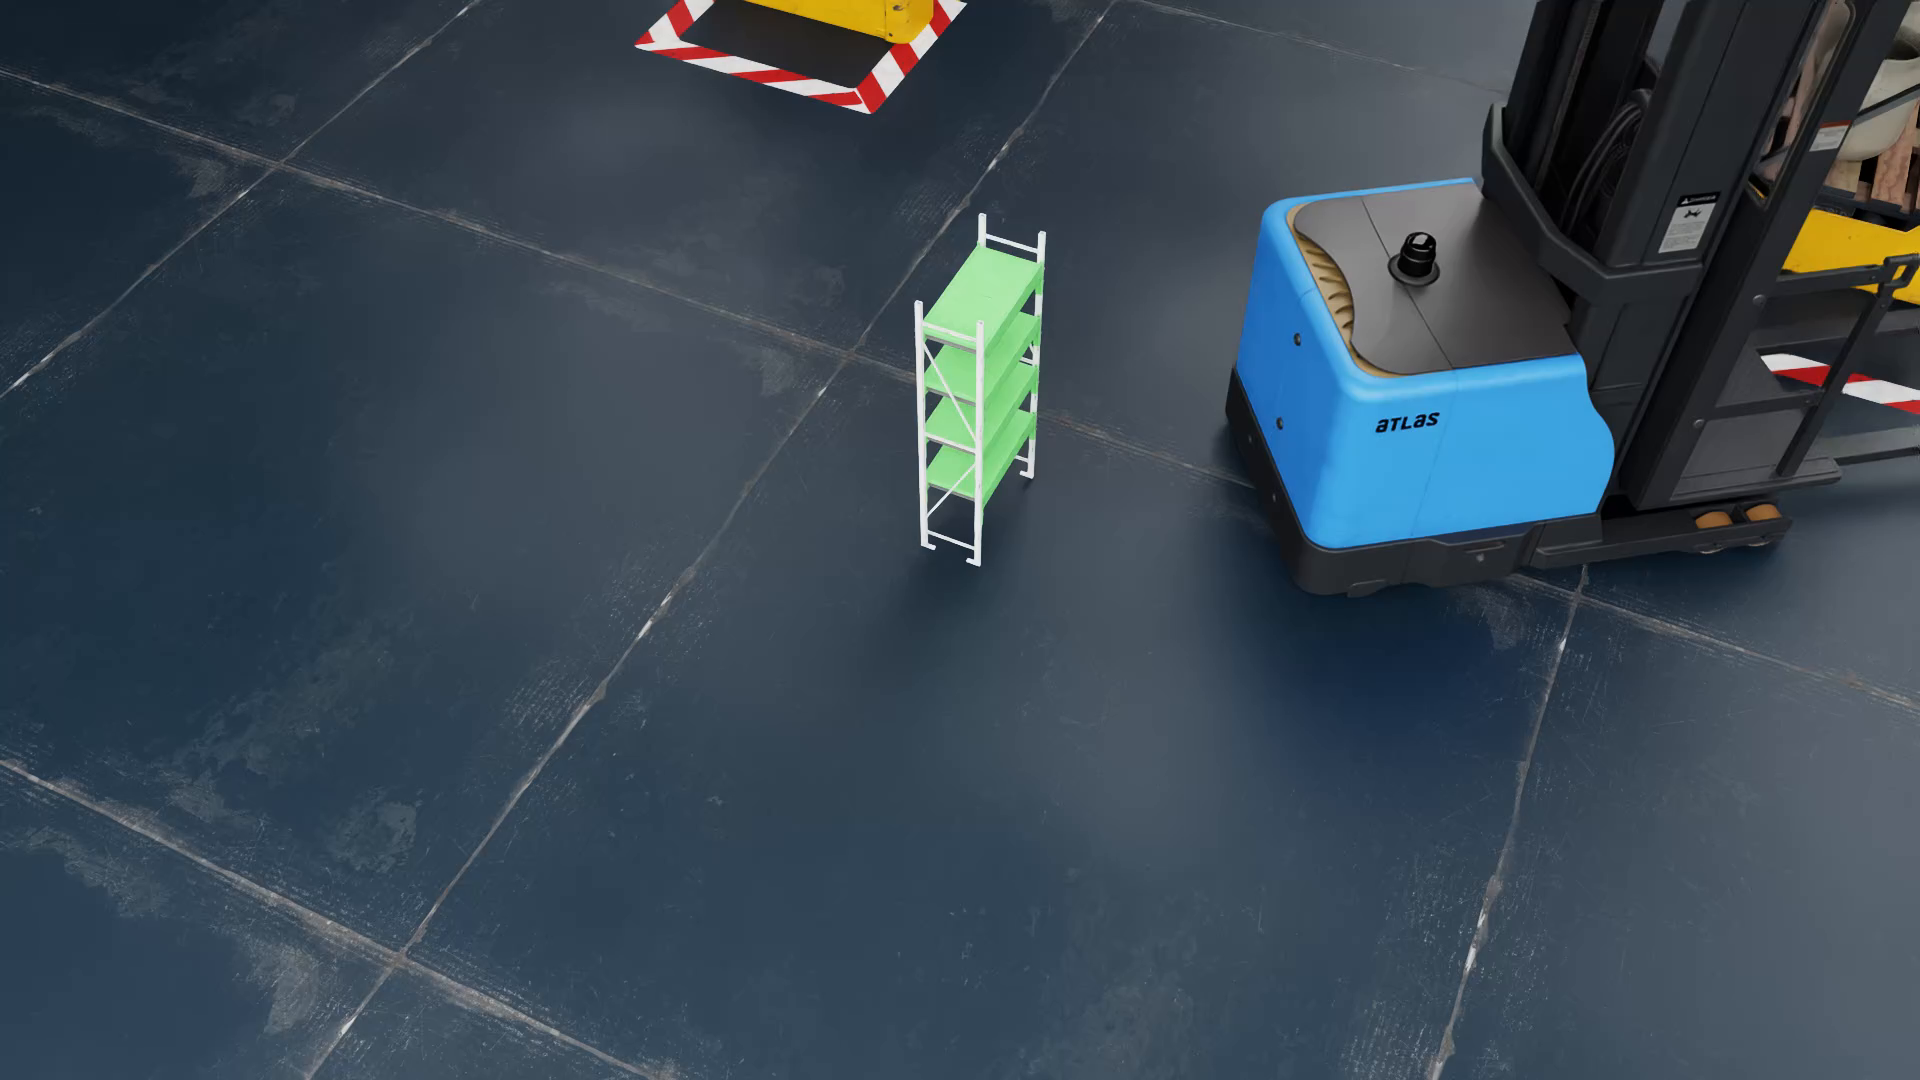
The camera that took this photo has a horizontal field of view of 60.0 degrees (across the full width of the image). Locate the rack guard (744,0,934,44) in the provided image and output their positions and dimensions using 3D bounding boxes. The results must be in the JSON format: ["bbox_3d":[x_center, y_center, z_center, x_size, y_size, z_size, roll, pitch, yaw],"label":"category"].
[{"bbox_3d":[-0.716,-2.952,8.433,1.175,0.500,0.348,20,52,16],"label":"rack guard"}]

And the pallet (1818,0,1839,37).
[{"bbox_3d":[4.635,-2.723,8.428,1.003,0.211,1.213,20,52,16],"label":"pallet"}]

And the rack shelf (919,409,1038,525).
[{"bbox_3d":[0.071,-0.306,6.121,0.258,0.148,0.480,20,52,16],"label":"rack shelf"}]

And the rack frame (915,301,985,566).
[{"bbox_3d":[-0.034,-0.335,5.747,0.240,1.200,0.015,20,52,16],"label":"rack frame"}]

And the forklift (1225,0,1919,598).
[{"bbox_3d":[2.618,-1.291,5.424,3.031,2.935,1.130,-8,50,-7],"label":"forklift"}]

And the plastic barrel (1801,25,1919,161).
[{"bbox_3d":[3.983,-1.972,7.316,0.421,0.512,0.421,0,50,0],"label":"plastic barrel"}]

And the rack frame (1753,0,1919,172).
[{"bbox_3d":[3.771,-2.164,6.122,1.000,3.000,0.127,20,52,16],"label":"rack frame"}]

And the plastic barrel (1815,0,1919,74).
[{"bbox_3d":[4.197,-2.317,7.610,0.421,0.512,0.421,0,50,0],"label":"plastic barrel"}]

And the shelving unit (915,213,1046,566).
[{"bbox_3d":[0.071,-0.503,5.890,0.258,1.200,0.503,20,52,16],"label":"shelving unit"}]

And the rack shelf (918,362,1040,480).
[{"bbox_3d":[0.071,-0.461,5.939,0.258,0.148,0.480,20,52,16],"label":"rack shelf"}]

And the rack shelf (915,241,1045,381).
[{"bbox_3d":[0.071,-0.772,5.573,0.258,0.148,0.480,20,52,16],"label":"rack shelf"}]

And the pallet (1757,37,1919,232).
[{"bbox_3d":[4.113,-1.886,7.716,1.003,0.211,1.213,20,52,16],"label":"pallet"}]

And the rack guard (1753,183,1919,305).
[{"bbox_3d":[3.761,-1.422,7.131,1.175,0.500,0.348,20,52,16],"label":"rack guard"}]

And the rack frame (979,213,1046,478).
[{"bbox_3d":[0.175,-0.671,6.033,0.240,1.200,0.015,20,52,16],"label":"rack frame"}]

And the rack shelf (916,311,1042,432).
[{"bbox_3d":[0.071,-0.617,5.756,0.258,0.148,0.480,20,52,16],"label":"rack shelf"}]
